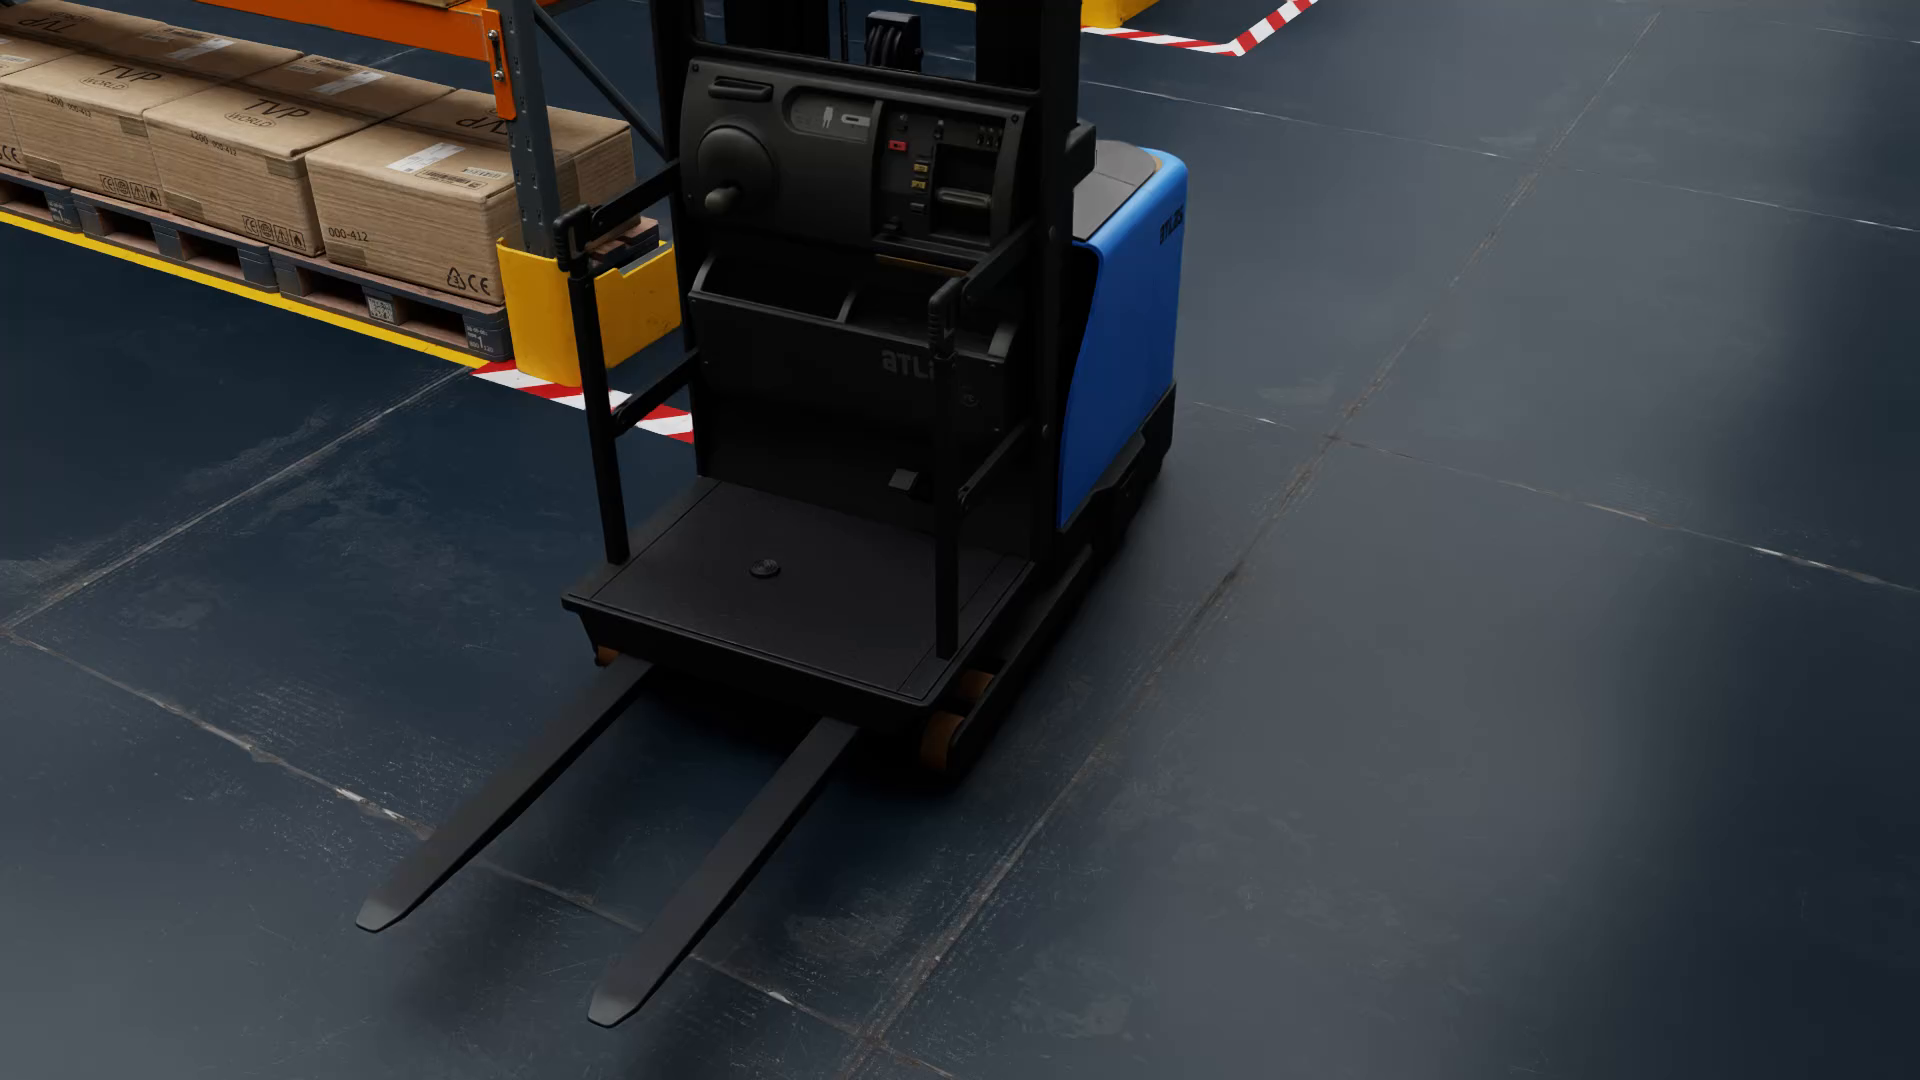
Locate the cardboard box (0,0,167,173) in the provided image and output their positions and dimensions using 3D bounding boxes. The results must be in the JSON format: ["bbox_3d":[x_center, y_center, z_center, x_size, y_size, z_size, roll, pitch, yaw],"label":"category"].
[{"bbox_3d":[-4.246,-2.112,7.648,0.875,0.438,0.875,17,37,24],"label":"cardboard box"}]

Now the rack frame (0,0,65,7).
[{"bbox_3d":[-4.738,-3.228,7.391,0.127,3.000,1.000,18,37,24],"label":"rack frame"}]

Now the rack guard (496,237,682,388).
[{"bbox_3d":[-1.244,-1.081,6.422,0.348,0.500,1.175,18,37,24],"label":"rack guard"}]

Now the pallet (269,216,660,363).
[{"bbox_3d":[-1.998,-1.150,6.786,1.213,0.211,1.003,18,37,24],"label":"pallet"}]

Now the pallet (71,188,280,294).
[{"bbox_3d":[-3.053,-1.486,7.291,1.213,0.211,1.003,18,37,24],"label":"pallet"}]

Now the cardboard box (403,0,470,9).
[{"bbox_3d":[-1.815,-2.175,5.720,0.500,0.500,0.500,18,38,25],"label":"cardboard box"}]

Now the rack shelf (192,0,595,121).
[{"bbox_3d":[-3.001,-2.379,6.765,4.000,0.370,1.077,18,37,24],"label":"rack shelf"}]

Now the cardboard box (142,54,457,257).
[{"bbox_3d":[-2.686,-1.617,6.905,0.875,0.438,0.875,19,38,26],"label":"cardboard box"}]

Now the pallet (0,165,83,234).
[{"bbox_3d":[-4.116,-1.821,7.794,1.213,0.211,1.003,18,37,24],"label":"pallet"}]

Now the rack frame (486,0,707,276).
[{"bbox_3d":[-1.265,-2.128,5.739,0.127,3.000,1.000,18,37,24],"label":"rack frame"}]

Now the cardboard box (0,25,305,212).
[{"bbox_3d":[-3.468,-1.866,7.279,0.875,0.438,0.875,16,37,23],"label":"cardboard box"}]

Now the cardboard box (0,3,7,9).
[{"bbox_3d":[-5.316,-2.651,8.062,0.875,0.875,0.875,19,38,26],"label":"cardboard box"}]

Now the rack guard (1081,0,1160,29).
[{"bbox_3d":[1.038,-3.518,10.083,0.348,0.500,1.175,18,37,24],"label":"rack guard"}]

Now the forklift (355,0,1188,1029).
[{"bbox_3d":[-0.368,-0.885,3.934,1.130,2.935,3.031,15,36,21],"label":"forklift"}]

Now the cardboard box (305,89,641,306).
[{"bbox_3d":[-1.887,-1.370,6.534,0.875,0.438,0.875,16,37,23],"label":"cardboard box"}]
